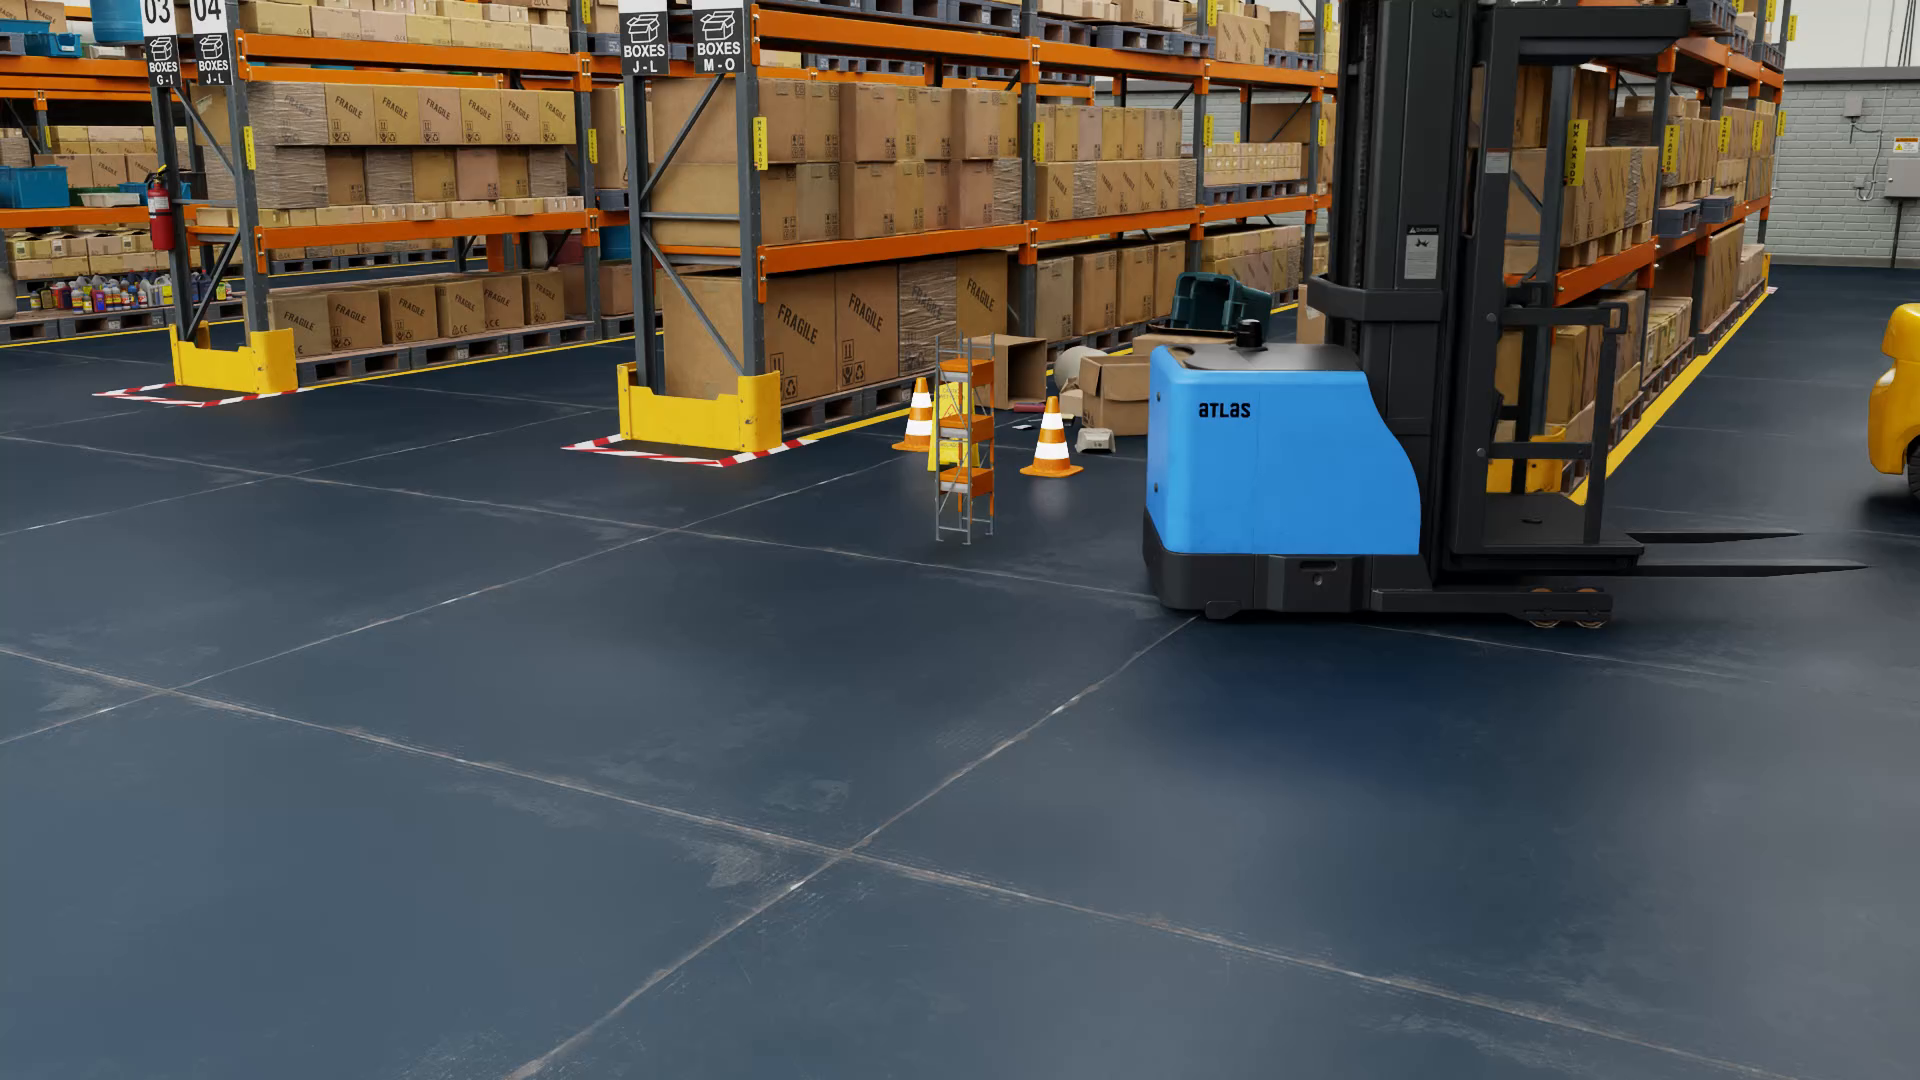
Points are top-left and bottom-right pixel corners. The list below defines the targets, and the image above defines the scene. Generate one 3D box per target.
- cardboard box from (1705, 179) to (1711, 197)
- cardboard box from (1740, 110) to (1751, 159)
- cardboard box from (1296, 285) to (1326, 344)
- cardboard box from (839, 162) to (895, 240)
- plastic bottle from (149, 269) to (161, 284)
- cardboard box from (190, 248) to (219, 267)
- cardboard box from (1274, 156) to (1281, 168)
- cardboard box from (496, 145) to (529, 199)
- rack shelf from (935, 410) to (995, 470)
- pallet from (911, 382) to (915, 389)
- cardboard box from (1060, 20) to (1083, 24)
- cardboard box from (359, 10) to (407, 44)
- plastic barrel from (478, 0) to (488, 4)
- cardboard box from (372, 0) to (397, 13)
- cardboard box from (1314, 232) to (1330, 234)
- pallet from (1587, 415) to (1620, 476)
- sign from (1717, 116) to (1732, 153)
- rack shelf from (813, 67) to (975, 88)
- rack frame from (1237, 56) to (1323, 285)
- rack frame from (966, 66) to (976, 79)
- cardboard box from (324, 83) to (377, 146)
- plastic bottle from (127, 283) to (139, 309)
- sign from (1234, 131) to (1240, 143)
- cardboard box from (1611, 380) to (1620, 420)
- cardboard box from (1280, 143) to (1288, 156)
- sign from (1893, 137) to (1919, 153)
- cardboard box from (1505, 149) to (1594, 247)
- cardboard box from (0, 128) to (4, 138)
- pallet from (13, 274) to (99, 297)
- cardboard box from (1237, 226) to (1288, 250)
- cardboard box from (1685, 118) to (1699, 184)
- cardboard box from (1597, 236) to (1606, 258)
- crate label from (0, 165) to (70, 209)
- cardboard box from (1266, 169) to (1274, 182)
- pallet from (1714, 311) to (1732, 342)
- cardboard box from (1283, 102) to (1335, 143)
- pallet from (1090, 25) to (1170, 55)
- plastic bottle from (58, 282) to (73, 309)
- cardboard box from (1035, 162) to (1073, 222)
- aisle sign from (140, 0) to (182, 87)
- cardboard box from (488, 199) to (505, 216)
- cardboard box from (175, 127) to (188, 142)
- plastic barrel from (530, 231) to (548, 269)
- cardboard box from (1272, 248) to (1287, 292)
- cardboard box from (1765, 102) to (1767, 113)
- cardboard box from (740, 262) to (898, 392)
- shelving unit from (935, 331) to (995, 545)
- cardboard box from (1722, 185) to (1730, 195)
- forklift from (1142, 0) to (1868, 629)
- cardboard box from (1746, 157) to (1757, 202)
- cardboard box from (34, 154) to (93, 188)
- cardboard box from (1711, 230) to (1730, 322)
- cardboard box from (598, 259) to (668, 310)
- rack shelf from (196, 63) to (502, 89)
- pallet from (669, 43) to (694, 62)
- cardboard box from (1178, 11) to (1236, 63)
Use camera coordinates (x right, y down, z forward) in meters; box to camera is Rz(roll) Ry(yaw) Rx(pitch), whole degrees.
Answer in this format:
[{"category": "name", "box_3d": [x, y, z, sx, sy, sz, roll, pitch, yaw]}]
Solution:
[{"category": "cardboard box", "box_3d": [6.392, -3.103, 14.644, 0.380, 0.149, 0.250, 7, 15, 28]}, {"category": "cardboard box", "box_3d": [8.187, -4.363, 17.884, 0.500, 0.500, 0.500, 8, 16, 29]}, {"category": "cardboard box", "box_3d": [2.987, -1.762, 13.162, 0.500, 0.500, 0.500, 7, 15, 28]}, {"category": "cardboard box", "box_3d": [-0.989, -2.504, 12.198, 0.875, 0.550, 0.550, 7, 15, 28]}, {"category": "plastic bottle", "box_3d": [-9.079, -2.889, 18.831, 0.144, 0.351, 0.185, 7, 15, 28]}, {"category": "cardboard box", "box_3d": [-11.139, -4.106, 24.137, 0.500, 0.250, 0.500, 7, 15, 27]}, {"category": "cardboard box", "box_3d": [3.648, -4.557, 20.040, 0.380, 0.149, 0.250, 7, 15, 26]}, {"category": "cardboard box", "box_3d": [-4.660, -3.546, 15.995, 0.875, 0.500, 0.500, 7, 15, 28]}, {"category": "rack shelf", "box_3d": [0.026, -0.511, 8.459, 0.215, 0.259, 0.240, 7, 15, 28]}, {"category": "pallet", "box_3d": [-0.259, -1.451, 14.103, 1.003, 0.211, 1.213, 7, 15, 28]}, {"category": "cardboard box", "box_3d": [0.832, -5.006, 15.580, 0.500, 0.311, 0.500, 7, 15, 26]}, {"category": "cardboard box", "box_3d": [-5.103, -4.379, 14.216, 0.500, 0.250, 0.500, 7, 15, 28]}, {"category": "plastic barrel", "box_3d": [-6.241, -6.906, 22.566, 0.600, 0.830, 0.708, 7, 15, 28]}, {"category": "cardboard box", "box_3d": [-5.055, -4.589, 14.236, 0.380, 0.149, 0.250, 7, 15, 26]}, {"category": "cardboard box", "box_3d": [5.428, -4.455, 24.528, 0.380, 0.149, 0.250, 7, 15, 25]}, {"category": "pallet", "box_3d": [3.677, -0.665, 10.843, 1.003, 0.211, 1.213, 7, 15, 28]}, {"category": "sign", "box_3d": [6.973, -3.700, 15.177, 0.100, 0.325, 0.005, 7, 15, 28]}, {"category": "rack shelf", "box_3d": [-1.215, -5.876, 21.643, 1.077, 0.370, 4.000, 7, 15, 28]}, {"category": "rack frame", "box_3d": [4.045, -4.595, 21.195, 1.000, 3.000, 0.127, 7, 15, 28]}, {"category": "rack frame", "box_3d": [-0.248, -5.178, 23.612, 1.000, 3.000, 0.127, 7, 15, 28]}, {"category": "cardboard box", "box_3d": [-5.297, -3.579, 13.998, 0.500, 0.500, 0.500, 7, 15, 28]}, {"category": "plastic bottle", "box_3d": [-8.924, -2.634, 17.942, 0.097, 0.271, 0.097, 0, 14, 0]}, {"category": "sign", "box_3d": [3.566, -5.076, 21.342, 0.100, 0.325, 0.005, 7, 15, 28]}, {"category": "cardboard box", "box_3d": [4.011, -0.916, 10.902, 0.500, 0.250, 0.500, 8, 16, 29]}, {"category": "cardboard box", "box_3d": [3.766, -4.754, 20.224, 0.380, 0.149, 0.250, 7, 15, 26]}, {"category": "sign", "box_3d": [14.886, -6.218, 26.162, 0.339, 0.242, 0.001, 7, 15, 28]}, {"category": "cardboard box", "box_3d": [3.098, -1.852, 8.969, 0.500, 0.500, 0.500, 7, 15, 27]}, {"category": "cardboard box", "box_3d": [-15.473, -6.477, 26.464, 0.380, 0.149, 0.250, 5, 14, 19]}, {"category": "pallet", "box_3d": [-12.464, -3.460, 22.435, 1.003, 0.211, 1.213, 7, 15, 28]}, {"category": "cardboard box", "box_3d": [3.646, -3.664, 20.167, 0.500, 0.250, 0.500, 8, 16, 31]}, {"category": "cardboard box", "box_3d": [5.530, -3.078, 13.156, 0.500, 0.500, 0.500, 7, 15, 28]}, {"category": "cardboard box", "box_3d": [3.767, -1.832, 10.267, 0.380, 0.149, 0.250, 7, 15, 27]}, {"category": "crate label", "box_3d": [-9.732, -3.703, 17.417, 0.502, 0.435, 0.616, 7, 15, 28]}, {"category": "cardboard box", "box_3d": [3.528, -4.360, 19.859, 0.380, 0.149, 0.250, 7, 15, 26]}, {"category": "pallet", "box_3d": [7.531, -2.282, 17.547, 1.003, 0.211, 1.213, 7, 15, 28]}, {"category": "cardboard box", "box_3d": [4.476, -5.340, 21.301, 0.500, 0.500, 0.500, 8, 16, 29]}, {"category": "pallet", "box_3d": [1.308, -4.773, 15.936, 1.003, 0.211, 1.213, 8, 16, 31]}, {"category": "plastic bottle", "box_3d": [-9.642, -2.634, 17.915, 0.061, 0.283, 0.133, 7, 15, 28]}, {"category": "cardboard box", "box_3d": [0.667, -3.080, 14.696, 0.500, 0.500, 0.500, 8, 15, 29]}, {"category": "aisle sign", "box_3d": [-6.342, -4.001, 13.184, 0.394, 0.787, 0.004, 7, 15, 28]}, {"category": "cardboard box", "box_3d": [-4.524, -3.142, 15.704, 0.380, 0.149, 0.250, 7, 15, 28]}, {"category": "cardboard box", "box_3d": [-13.760, -7.096, 29.076, 0.500, 0.250, 0.500, 8, 16, 29]}, {"category": "plastic barrel", "box_3d": [-6.101, -4.142, 23.725, 0.421, 0.512, 0.421, 0, 14, 0]}, {"category": "cardboard box", "box_3d": [3.659, -3.299, 20.254, 0.500, 0.500, 0.500, 7, 15, 27]}, {"category": "cardboard box", "box_3d": [9.794, -5.362, 20.643, 0.380, 0.149, 0.250, 8, 16, 29]}, {"category": "cardboard box", "box_3d": [-1.063, -1.632, 12.541, 0.875, 0.875, 0.875, 7, 15, 27]}, {"category": "shelving unit", "box_3d": [0.026, -0.521, 8.456, 0.215, 1.050, 0.252, 7, 15, 28]}, {"category": "cardboard box", "box_3d": [7.442, -3.448, 16.756, 0.500, 0.250, 0.500, 8, 16, 30]}, {"category": "forklift", "box_3d": [2.378, -1.179, 7.169, 3.031, 2.935, 1.130, 0, 14, 1]}, {"category": "cardboard box", "box_3d": [8.883, -4.171, 19.219, 0.500, 0.500, 0.500, 8, 16, 30]}, {"category": "cardboard box", "box_3d": [-12.145, -4.972, 22.545, 0.500, 0.500, 0.500, 9, 16, 32]}, {"category": "cardboard box", "box_3d": [7.335, -2.721, 17.056, 0.875, 0.875, 0.875, 8, 15, 29]}, {"category": "cardboard box", "box_3d": [-3.553, -2.755, 17.955, 0.700, 0.500, 0.500, 7, 15, 28]}, {"category": "rack shelf", "box_3d": [-7.484, -5.617, 20.566, 1.077, 0.370, 4.000, 7, 15, 28]}, {"category": "pallet", "box_3d": [-3.225, -5.231, 17.834, 1.213, 0.211, 1.003, 7, 15, 28]}, {"category": "cardboard box", "box_3d": [2.620, -5.369, 17.789, 0.500, 0.500, 0.500, 7, 15, 28]}]
